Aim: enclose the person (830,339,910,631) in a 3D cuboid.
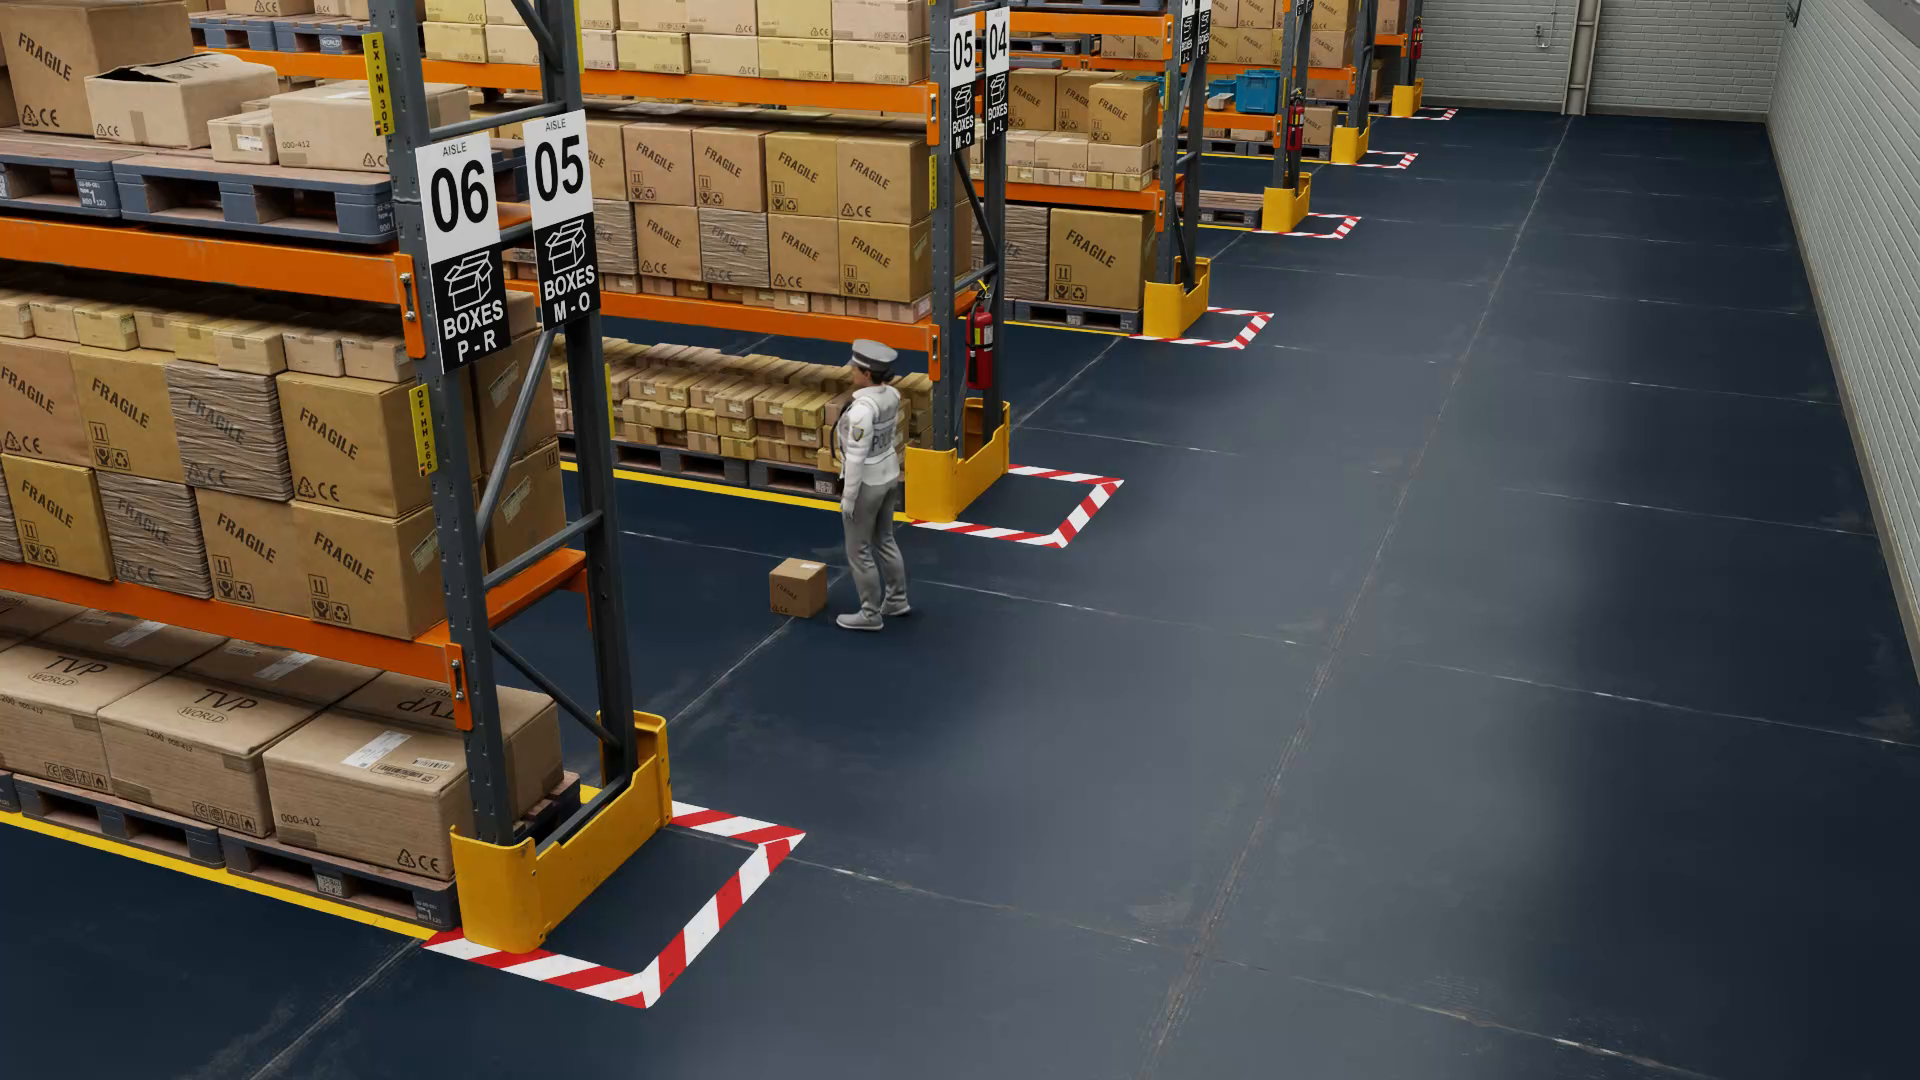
[{"bbox_3d":[-0.512,-0.283,9.307,0.347,1.723,0.468,9,24,21],"label":"person"}]
